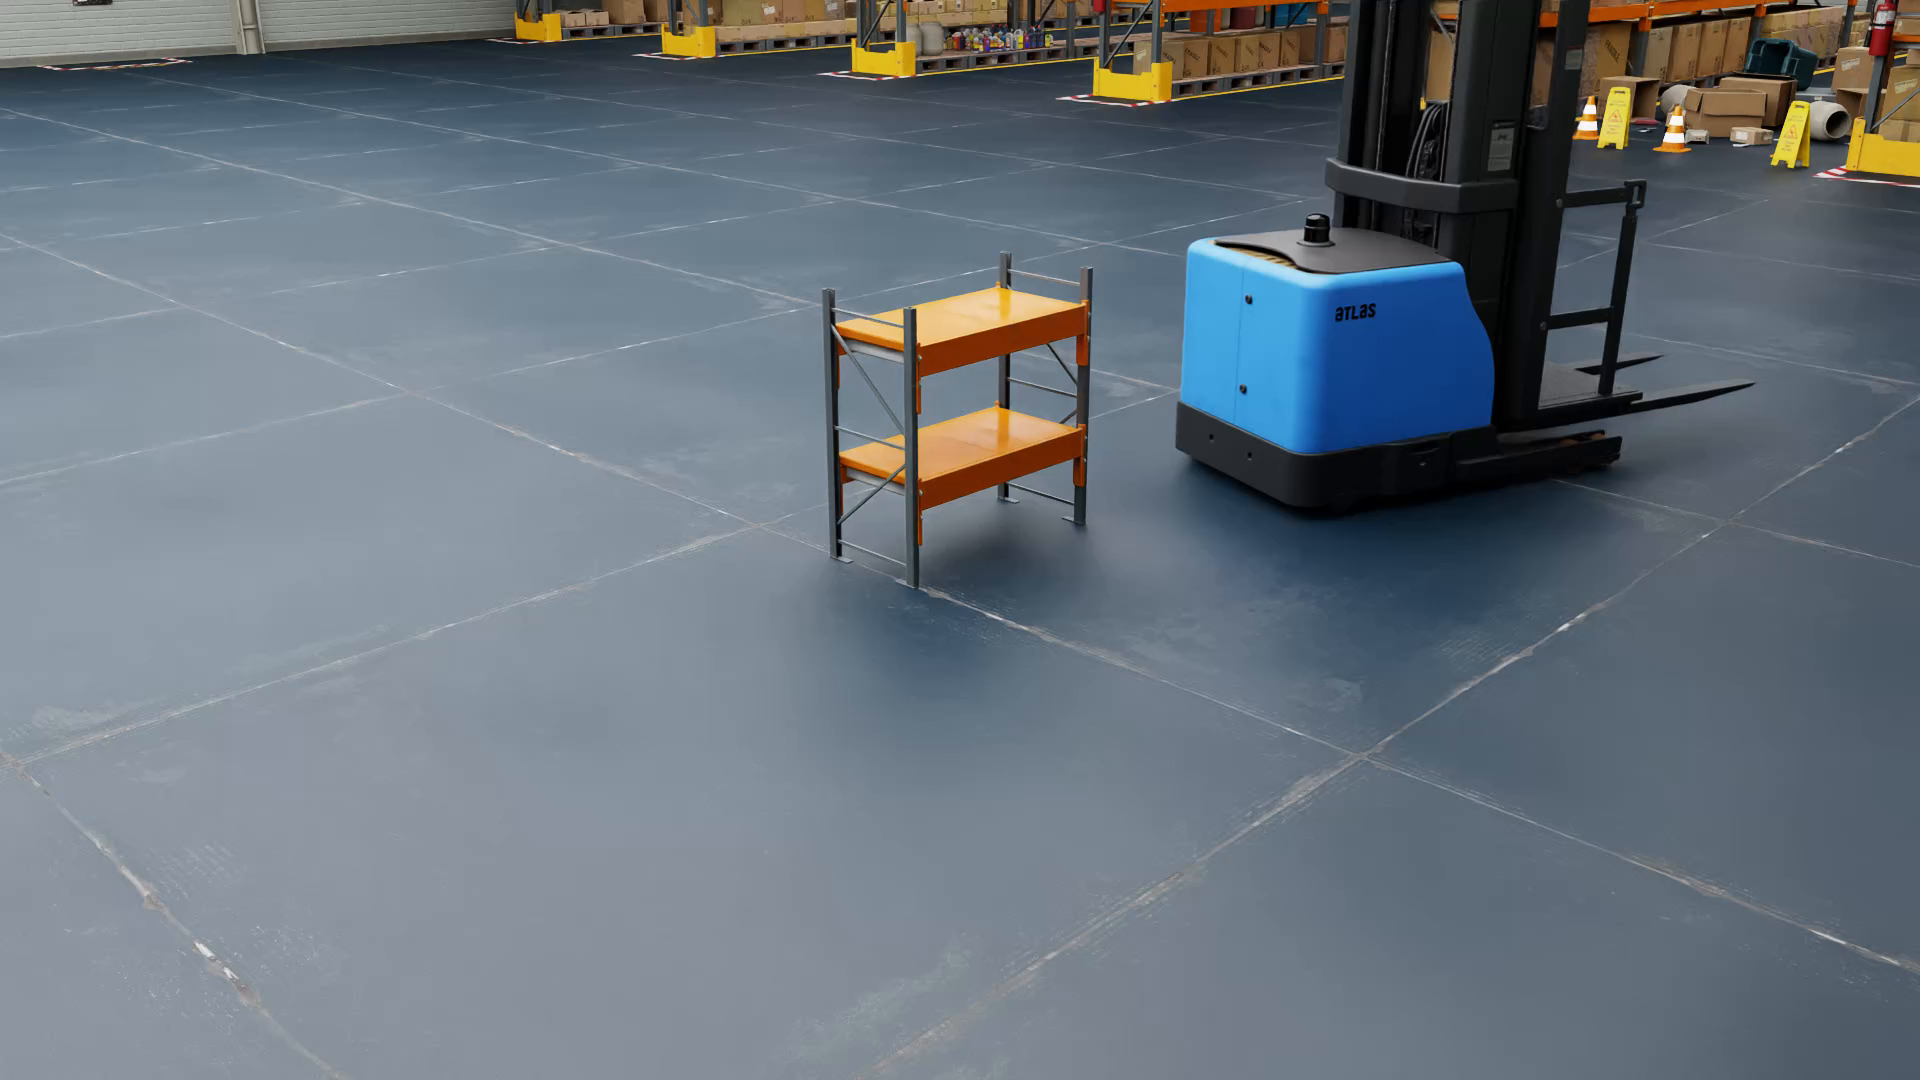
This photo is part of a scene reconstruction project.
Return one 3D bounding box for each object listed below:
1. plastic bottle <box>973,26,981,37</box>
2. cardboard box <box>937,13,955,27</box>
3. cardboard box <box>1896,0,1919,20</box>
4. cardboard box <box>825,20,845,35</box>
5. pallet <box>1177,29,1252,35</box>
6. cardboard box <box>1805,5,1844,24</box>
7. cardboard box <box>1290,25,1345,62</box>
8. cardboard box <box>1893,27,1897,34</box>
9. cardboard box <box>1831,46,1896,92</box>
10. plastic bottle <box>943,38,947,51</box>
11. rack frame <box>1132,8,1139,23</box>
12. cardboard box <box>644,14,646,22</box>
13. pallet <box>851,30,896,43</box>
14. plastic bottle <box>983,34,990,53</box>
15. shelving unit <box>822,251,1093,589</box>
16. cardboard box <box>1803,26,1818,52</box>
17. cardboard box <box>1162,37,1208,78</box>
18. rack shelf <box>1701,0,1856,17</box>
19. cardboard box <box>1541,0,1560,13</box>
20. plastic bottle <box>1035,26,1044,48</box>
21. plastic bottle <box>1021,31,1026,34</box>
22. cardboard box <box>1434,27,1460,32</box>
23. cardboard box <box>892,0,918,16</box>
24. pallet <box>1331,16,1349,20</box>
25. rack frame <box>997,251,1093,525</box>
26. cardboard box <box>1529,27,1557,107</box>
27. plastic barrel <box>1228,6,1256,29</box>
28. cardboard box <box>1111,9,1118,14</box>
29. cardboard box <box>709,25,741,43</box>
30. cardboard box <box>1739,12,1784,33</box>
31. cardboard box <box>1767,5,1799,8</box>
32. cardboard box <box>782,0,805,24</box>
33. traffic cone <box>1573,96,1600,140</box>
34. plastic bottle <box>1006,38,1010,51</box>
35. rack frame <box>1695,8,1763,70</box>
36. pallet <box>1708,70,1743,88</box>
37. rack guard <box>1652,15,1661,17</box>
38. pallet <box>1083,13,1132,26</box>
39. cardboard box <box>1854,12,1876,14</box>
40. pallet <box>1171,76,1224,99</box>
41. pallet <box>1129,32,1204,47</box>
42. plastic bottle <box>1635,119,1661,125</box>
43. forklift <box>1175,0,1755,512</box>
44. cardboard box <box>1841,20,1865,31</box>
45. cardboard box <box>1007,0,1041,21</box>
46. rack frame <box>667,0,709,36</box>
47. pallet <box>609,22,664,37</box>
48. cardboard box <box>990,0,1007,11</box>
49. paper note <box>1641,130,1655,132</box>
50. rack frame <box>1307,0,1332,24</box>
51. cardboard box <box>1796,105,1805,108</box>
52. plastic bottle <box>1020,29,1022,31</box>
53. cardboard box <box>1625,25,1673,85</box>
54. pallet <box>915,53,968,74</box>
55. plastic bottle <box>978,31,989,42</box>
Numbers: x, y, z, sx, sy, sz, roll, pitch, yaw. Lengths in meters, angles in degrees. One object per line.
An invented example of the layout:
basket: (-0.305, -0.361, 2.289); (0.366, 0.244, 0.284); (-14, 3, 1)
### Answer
plastic bottle: (0.275, -8.481, 28.038); (0.144, 0.351, 0.185); (19, 28, 40)
cardboard box: (-0.451, -10.364, 33.105); (0.500, 0.250, 0.500); (-20, 28, -41)
cardboard box: (9.604, -5.420, 16.440); (0.500, 0.500, 0.500); (19, 28, 40)
cardboard box: (-2.505, -9.627, 31.188); (0.500, 0.250, 0.500); (19, 28, 41)
pallet: (4.874, -9.713, 32.052); (1.003, 0.211, 1.213); (19, 28, 41)
cardboard box: (13.838, -8.448, 26.726); (0.500, 0.250, 0.500); (18, 28, 39)
cardboard box: (5.556, -7.725, 25.863); (0.700, 0.500, 0.500); (17, 27, 37)
cardboard box: (16.090, -8.878, 28.966); (0.250, 0.149, 0.380); (-20, 28, -41)
cardboard box: (10.916, -5.678, 20.096); (0.500, 0.500, 0.500); (19, 28, 41)
plastic bottle: (-0.260, -8.227, 27.584); (0.097, 0.201, 0.097); (0, 21, 0)
rack frame: (3.598, -13.071, 36.900); (1.000, 3.000, 0.127); (19, 28, 41)
cardboard box: (-6.665, -10.722, 34.149); (0.380, 0.149, 0.250); (17, 27, 36)
pallet: (-1.497, -9.912, 32.569); (1.003, 0.211, 1.213); (19, 28, 41)
plastic bottle: (0.432, -8.125, 27.205); (0.133, 0.283, 0.061); (-20, 28, -41)
shelving unit: (0.005, -0.527, 6.877); (0.538, 1.125, 1.048); (19, 28, 41)
cardboard box: (13.122, -7.837, 26.181); (0.500, 0.500, 0.500); (18, 28, 40)
cardboard box: (3.162, -6.854, 23.624); (0.500, 0.500, 0.500); (-12, 24, -28)
rack shelf: (12.781, -8.473, 25.941); (1.077, 0.370, 4.000); (19, 28, 41)
cardboard box: (6.880, -6.675, 20.050); (0.875, 0.550, 0.550); (19, 28, 41)
plastic bottle: (1.321, -8.505, 28.100); (0.144, 0.351, 0.185); (18, 28, 39)
plastic bottle: (1.063, -8.451, 28.065); (0.152, 0.276, 0.135); (19, 28, 41)
cardboard box: (8.399, -8.939, 28.526); (1.225, 0.875, 0.875); (18, 27, 38)
cardboard box: (-1.163, -10.360, 32.313); (0.500, 0.311, 0.500); (19, 28, 40)
pallet: (8.481, -11.042, 35.510); (1.003, 0.211, 1.213); (19, 28, 41)
rack frame: (0.359, -0.657, 7.217); (0.500, 1.125, 0.032); (19, 28, 41)
cardboard box: (6.843, -5.860, 20.517); (0.875, 0.875, 0.875); (19, 28, 40)
plastic barrel: (5.471, -10.293, 32.448); (0.600, 0.588, 0.708); (19, 28, 41)
cardboard box: (3.108, -11.786, 36.428); (0.500, 0.500, 0.500); (19, 28, 41)
cardboard box: (-4.240, -8.981, 29.507); (0.500, 0.250, 0.500); (19, 28, 41)
cardboard box: (12.041, -7.791, 25.017); (0.500, 0.250, 0.500); (18, 27, 38)
cardboard box: (13.102, -8.441, 26.709); (0.500, 0.250, 0.500); (-19, 28, -41)
cardboard box: (-3.191, -9.716, 30.374); (0.500, 0.500, 0.500); (19, 28, 41)
traffic cone: (7.193, -4.836, 19.010); (0.336, 0.463, 0.334); (19, 28, 41)
plastic bottle: (0.783, -8.225, 27.580); (0.097, 0.201, 0.097); (0, 21, 0)
rack frame: (11.386, -8.295, 24.475); (1.000, 3.000, 0.127); (19, 28, 41)
pallet: (10.782, -6.810, 24.497); (1.003, 0.211, 1.213); (19, 28, 41)
rack guard: (13.500, -10.458, 33.587); (1.175, 0.500, 0.348); (19, 28, 41)
pallet: (3.058, -11.551, 36.832); (1.003, 0.211, 1.213); (19, 28, 41)
cardboard box: (16.358, -9.445, 30.025); (0.380, 0.149, 0.250); (18, 27, 38)
pallet: (2.967, -6.424, 23.493); (1.003, 0.211, 1.213); (19, 28, 41)
pallet: (3.786, -9.311, 31.005); (1.003, 0.211, 1.213); (19, 28, 41)
plastic bottle: (8.359, -5.076, 20.196); (0.283, 0.061, 0.133); (9, 23, 23)
forklift: (2.594, -1.838, 7.771); (3.031, 2.935, 1.130); (-10, 23, -24)
cardboard box: (14.941, -8.636, 27.922); (0.380, 0.149, 0.250); (19, 28, 40)
cardboard box: (1.330, -11.127, 34.713); (0.500, 0.500, 0.500); (-19, 28, -40)
rack frame: (-4.773, -9.986, 28.875); (1.000, 3.000, 0.127); (19, 28, 41)
pallet: (-6.829, -10.455, 33.982); (1.003, 0.211, 1.213); (19, 28, 41)
cardboard box: (0.619, -11.021, 34.032); (0.500, 0.311, 0.500); (-19, 28, -41)
paper note: (8.086, -4.819, 19.573); (0.142, 0.017, 0.144); (-10, 23, -24)
rack frame: (7.145, -11.830, 33.673); (1.000, 3.000, 0.127); (19, 28, 41)
cardboard box: (10.107, -5.105, 19.987); (0.258, 0.266, 0.396); (2, 21, 4)
plastic bottle: (1.027, -8.733, 28.805); (0.097, 0.271, 0.097); (0, 21, 0)
cardboard box: (8.964, -6.595, 22.602); (1.050, 0.750, 0.750); (19, 28, 40)
pallet: (-0.637, -7.683, 26.769); (1.003, 0.211, 1.213); (19, 28, 41)
plastic bottle: (0.399, -8.416, 27.972); (0.152, 0.276, 0.135); (19, 28, 41)
